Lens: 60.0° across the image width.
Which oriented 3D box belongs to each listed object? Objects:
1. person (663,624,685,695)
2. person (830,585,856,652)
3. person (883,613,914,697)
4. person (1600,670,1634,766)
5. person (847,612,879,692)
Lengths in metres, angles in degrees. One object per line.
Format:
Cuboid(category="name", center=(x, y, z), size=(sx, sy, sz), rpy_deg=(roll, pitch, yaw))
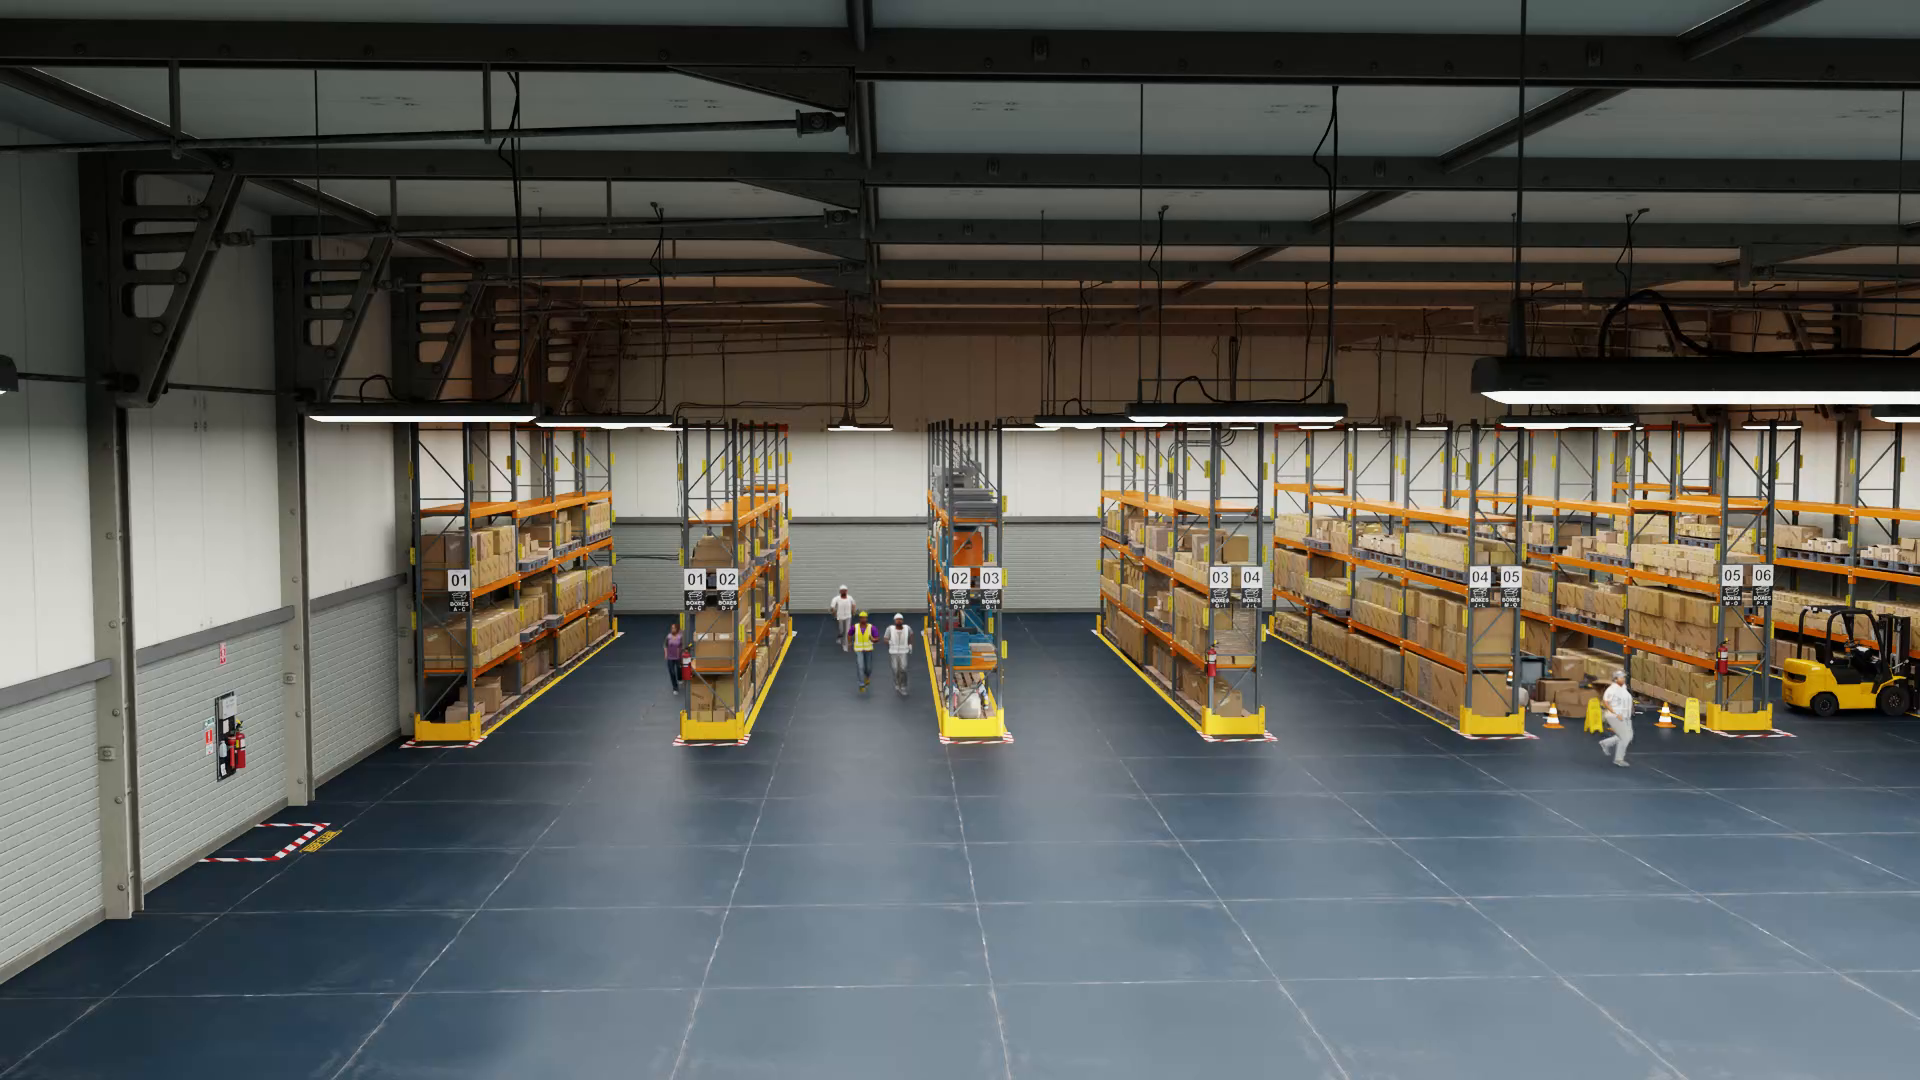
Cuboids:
Cuboid(category="person", center=(-6.255, 2.608, 36.496), size=(0.529, 1.556, 0.602), rpy_deg=(0, 4, -2))
Cuboid(category="person", center=(-3.062, 2.057, 43.833), size=(0.699, 1.738, 0.758), rpy_deg=(-1, 4, -16))
Cuboid(category="person", center=(-1.350, 2.515, 36.401), size=(0.659, 1.829, 0.759), rpy_deg=(0, 4, 0))
Cuboid(category="person", center=(11.371, 3.072, 28.837), size=(0.602, 1.647, 0.585), rpy_deg=(-3, 5, -40))
Cuboid(category="person", center=(-2.147, 2.462, 36.992), size=(0.710, 1.747, 0.968), rpy_deg=(0, 4, -7))
